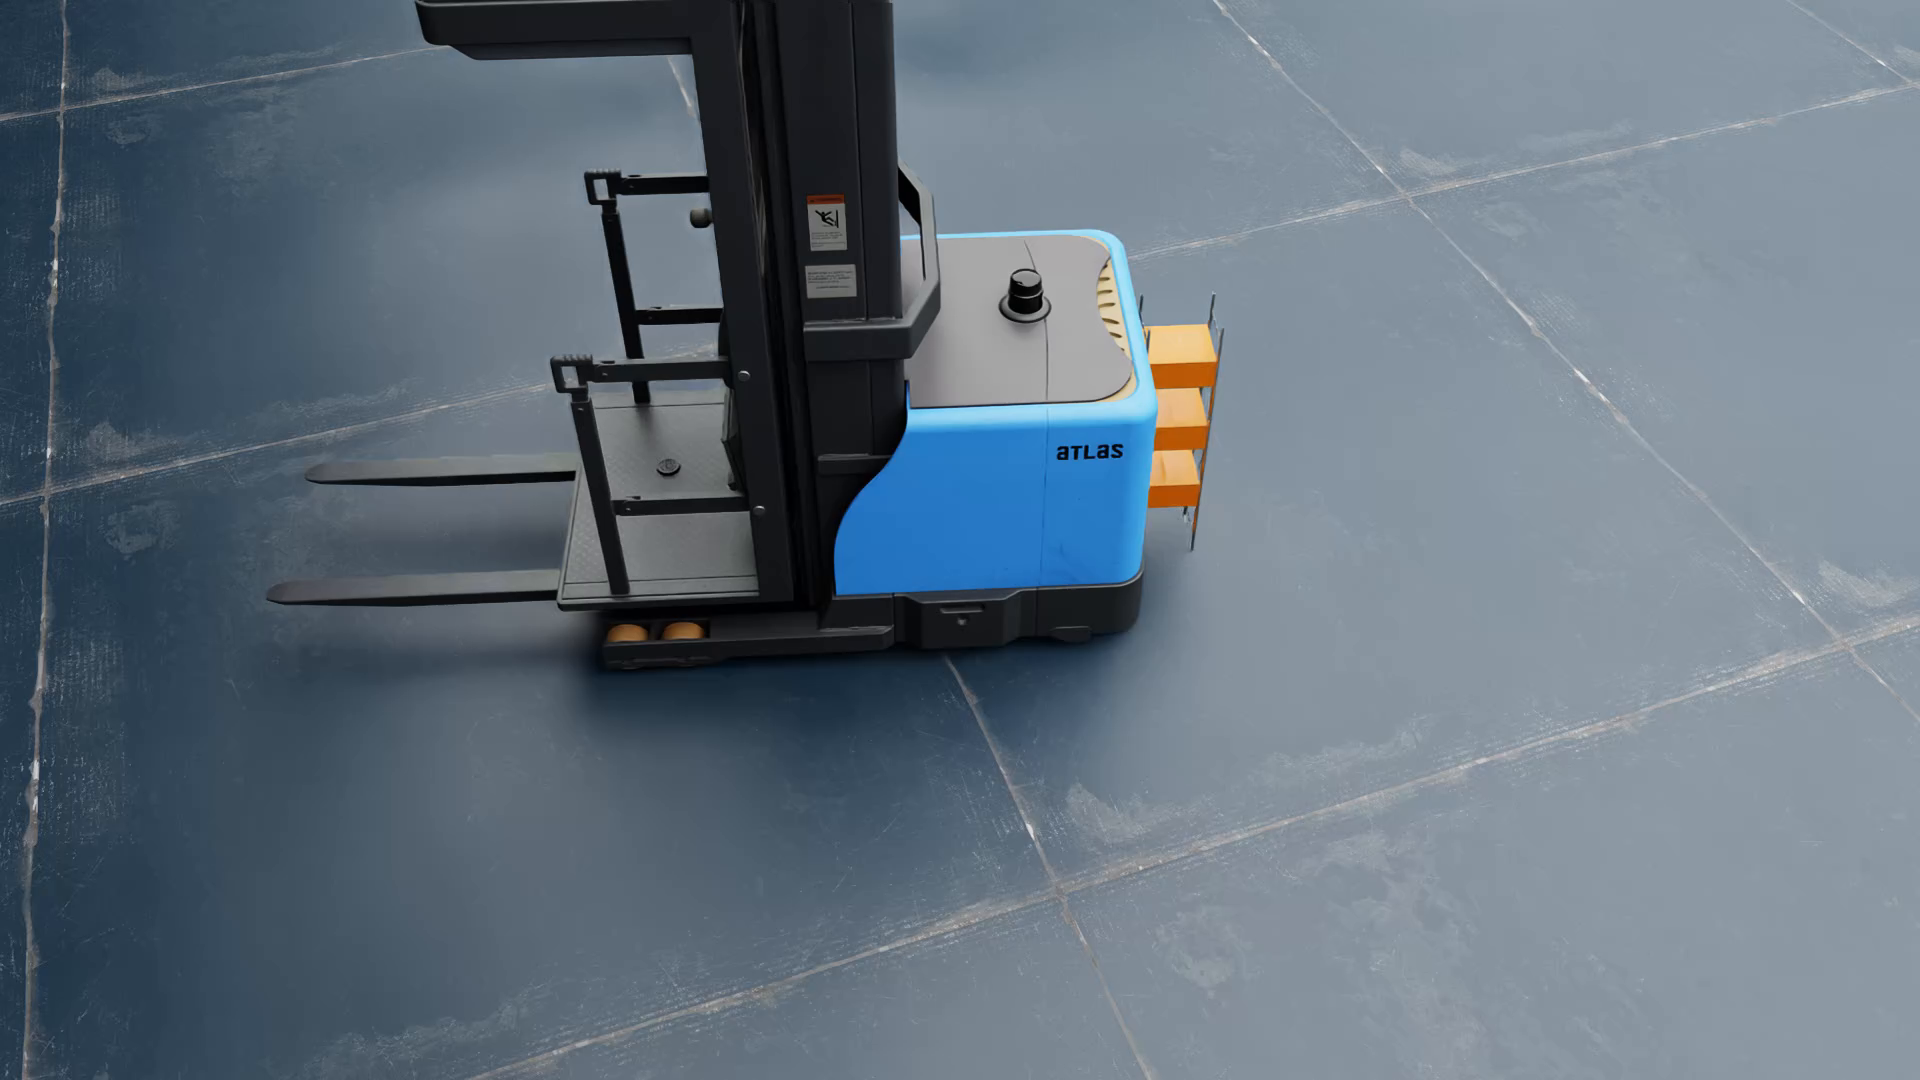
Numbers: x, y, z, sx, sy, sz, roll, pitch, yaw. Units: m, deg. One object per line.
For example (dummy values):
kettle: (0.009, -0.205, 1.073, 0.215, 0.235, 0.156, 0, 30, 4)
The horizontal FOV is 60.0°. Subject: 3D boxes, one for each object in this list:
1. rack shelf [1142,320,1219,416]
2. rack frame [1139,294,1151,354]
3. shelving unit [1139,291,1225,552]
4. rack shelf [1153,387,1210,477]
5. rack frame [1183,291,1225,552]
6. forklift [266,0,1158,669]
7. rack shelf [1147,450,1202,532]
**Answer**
rack shelf: (0.739, -0.586, 5.707, 0.240, 0.259, 0.215, -2, 45, -2)
rack frame: (0.617, -0.388, 5.895, 0.008, 1.050, 0.200, -2, 45, -2)
shelving unit: (0.739, -0.393, 5.900, 0.252, 1.050, 0.215, -2, 45, -2)
rack shelf: (0.739, -0.385, 5.908, 0.240, 0.259, 0.215, -2, 45, -2)
rack frame: (0.861, -0.398, 5.905, 0.008, 1.050, 0.200, -2, 45, -2)
forklift: (-0.902, -0.971, 5.149, 3.031, 2.935, 1.130, -2, 45, -2)
rack shelf: (0.739, -0.189, 6.105, 0.240, 0.259, 0.215, -2, 45, -2)
